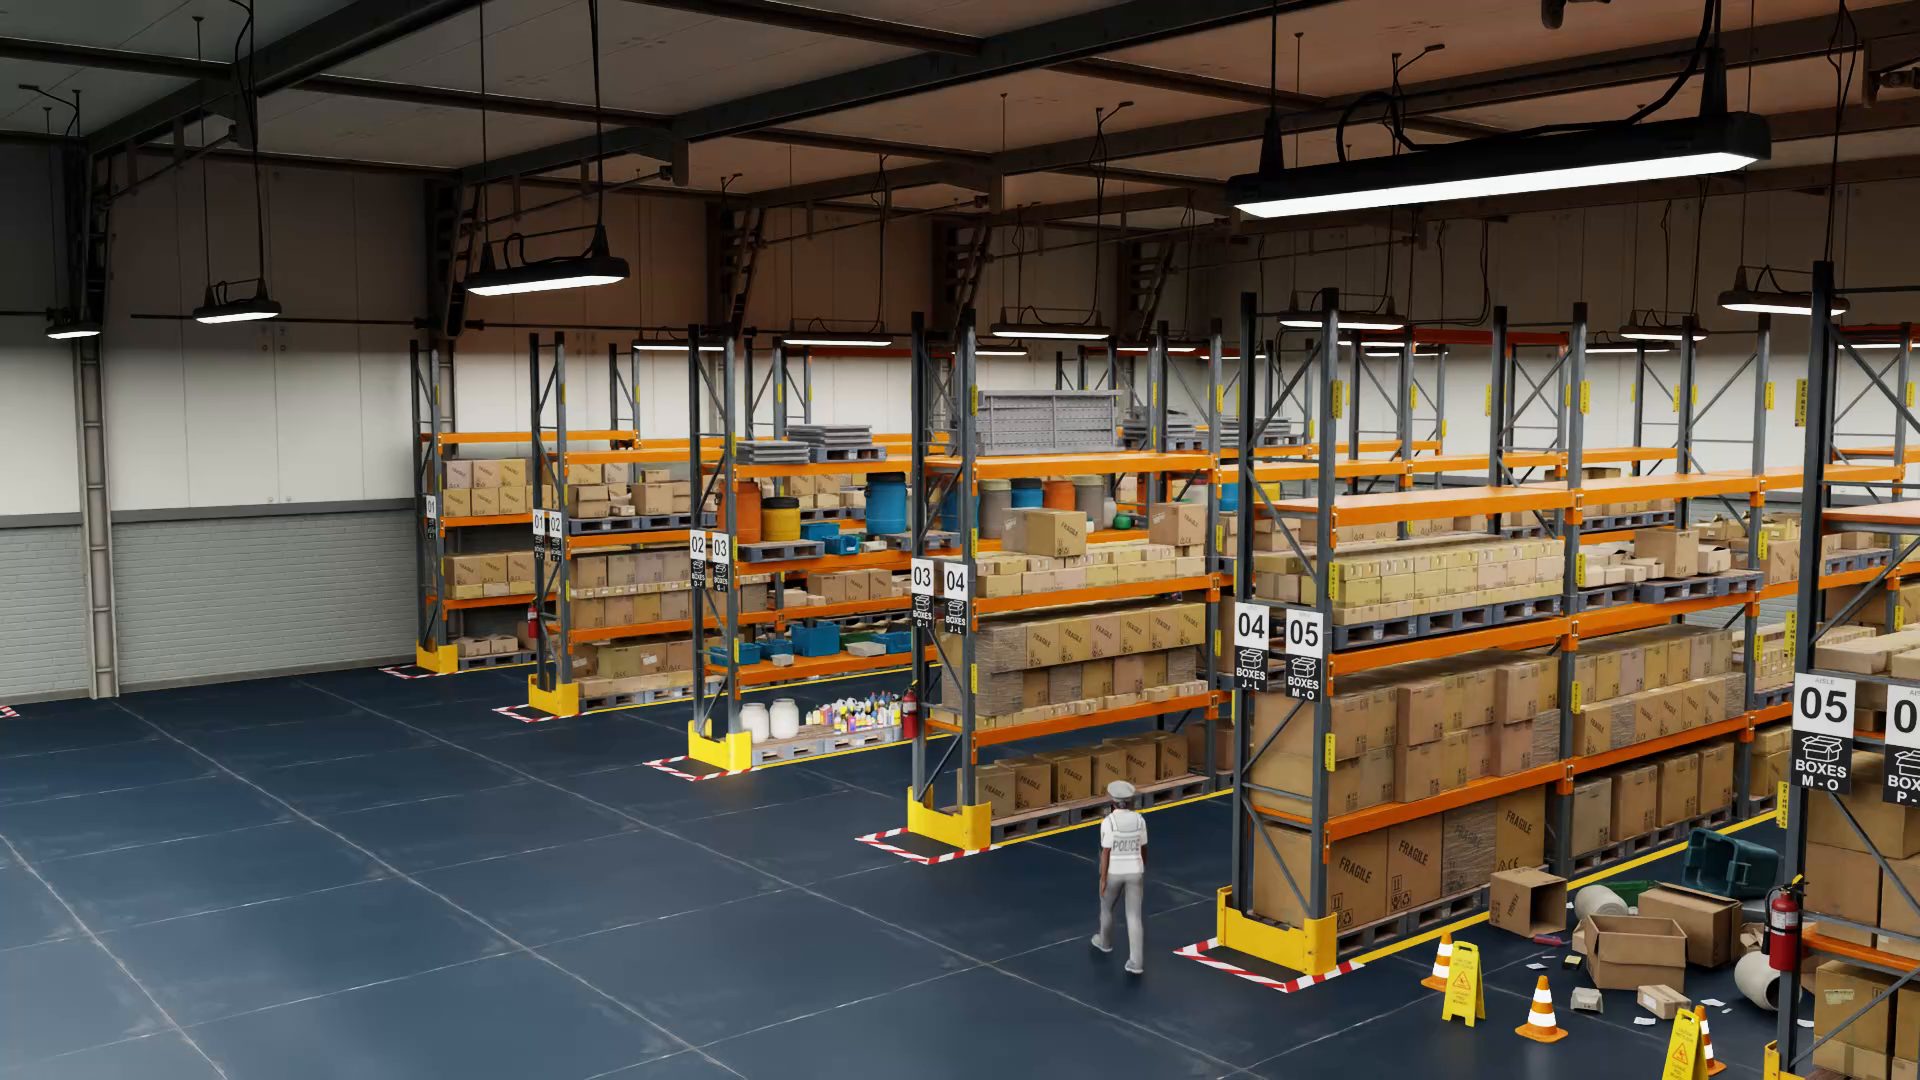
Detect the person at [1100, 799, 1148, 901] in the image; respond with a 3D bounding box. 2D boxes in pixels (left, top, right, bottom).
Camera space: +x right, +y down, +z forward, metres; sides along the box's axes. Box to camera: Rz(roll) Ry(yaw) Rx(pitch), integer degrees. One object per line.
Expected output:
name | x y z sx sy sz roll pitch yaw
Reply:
person | 1.454 2.678 14.822 0.475 0.979 0.391 -1 5 -8
